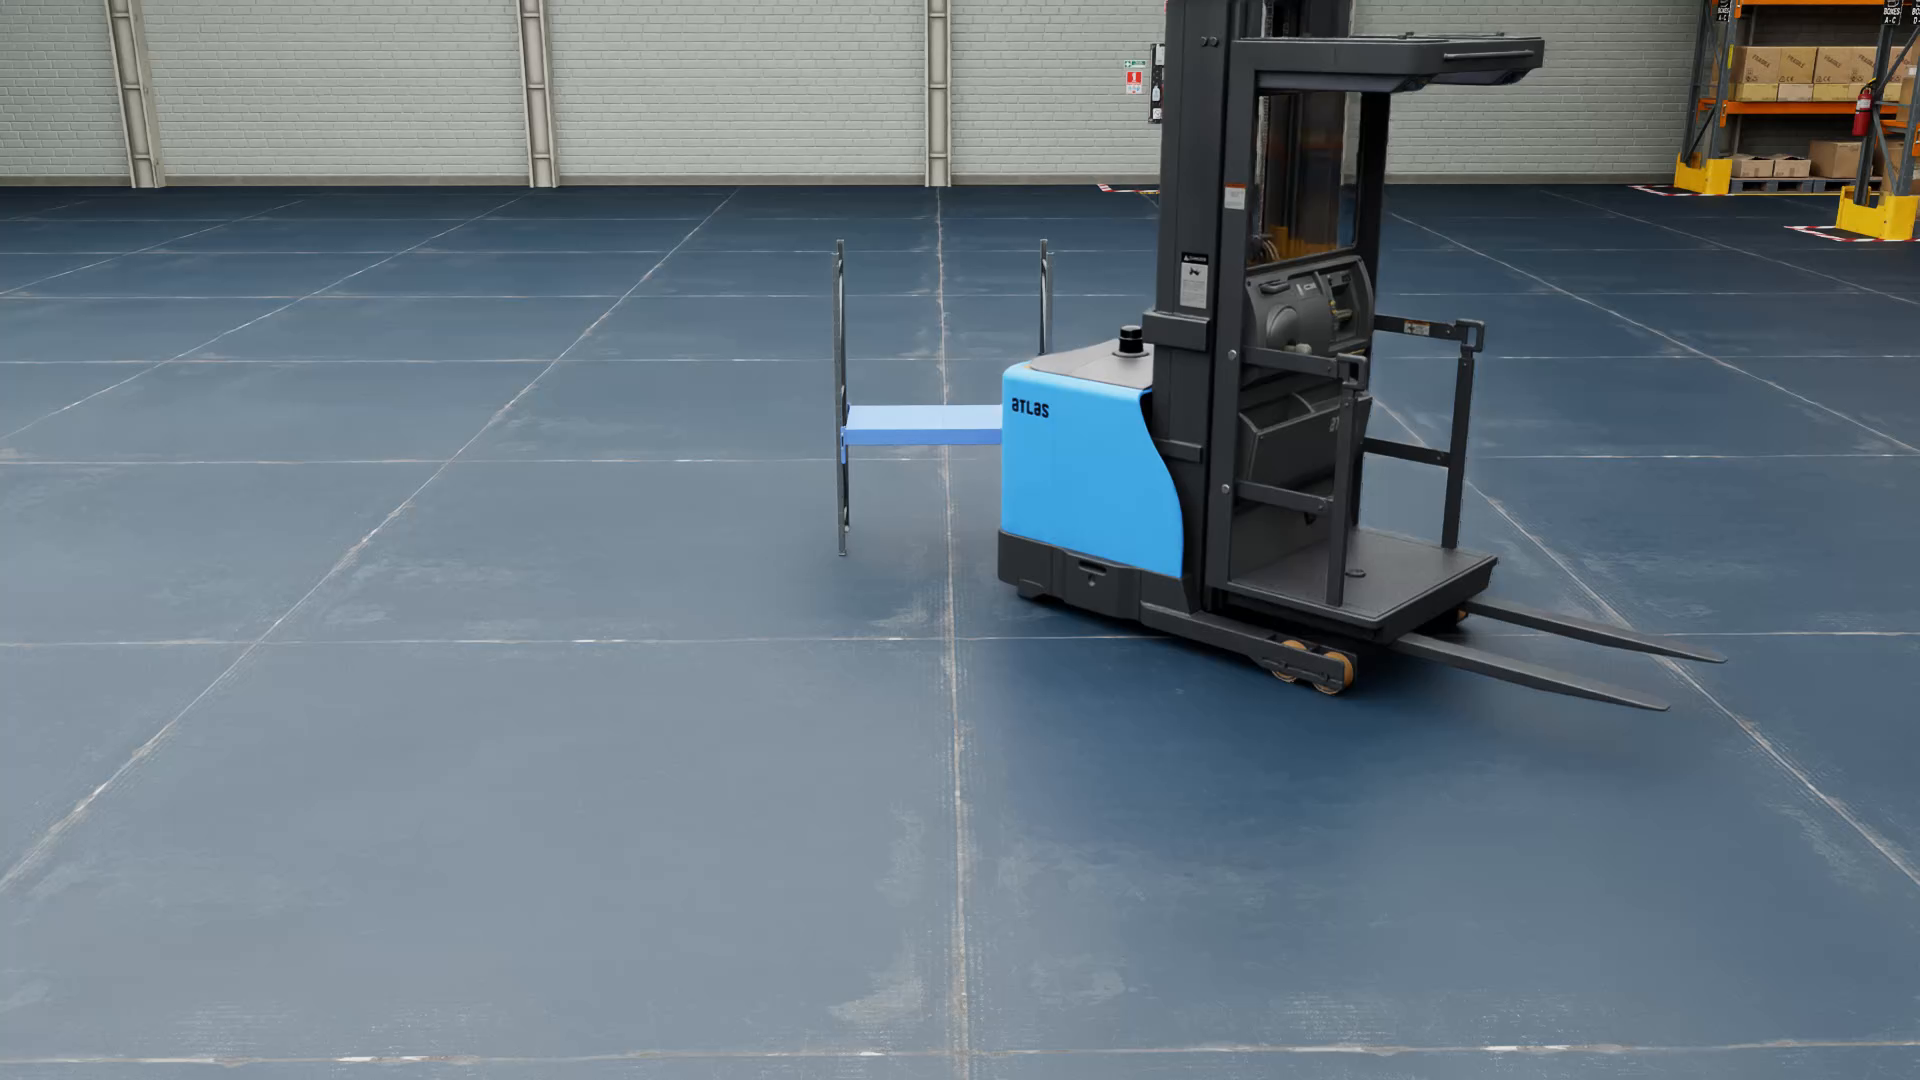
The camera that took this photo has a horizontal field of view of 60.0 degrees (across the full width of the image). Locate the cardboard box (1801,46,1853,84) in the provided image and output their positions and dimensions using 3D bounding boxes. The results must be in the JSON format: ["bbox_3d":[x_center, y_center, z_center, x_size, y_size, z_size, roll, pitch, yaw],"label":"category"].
[{"bbox_3d":[12.471,-6.856,23.994,0.500,0.500,0.500,-1,18,-3],"label":"cardboard box"}]

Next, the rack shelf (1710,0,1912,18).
[{"bbox_3d":[12.977,-7.746,24.050,4.000,0.370,1.077,0,18,-1],"label":"rack shelf"}]

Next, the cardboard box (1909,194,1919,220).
[{"bbox_3d":[11.599,-3.963,19.804,0.500,0.250,0.500,0,18,-1],"label":"cardboard box"}]

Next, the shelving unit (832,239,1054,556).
[{"bbox_3d":[-0.085,-0.714,8.317,1.048,1.500,0.538,0,18,-1],"label":"shelving unit"}]

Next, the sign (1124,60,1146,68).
[{"bbox_3d":[2.643,-7.184,25.106,0.331,0.109,0.001,0,18,-1],"label":"sign"}]

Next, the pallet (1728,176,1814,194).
[{"bbox_3d":[11.866,-5.316,24.774,1.213,0.211,1.003,0,18,-1],"label":"pallet"}]

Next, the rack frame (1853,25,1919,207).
[{"bbox_3d":[11.060,-5.137,19.652,0.127,3.000,1.000,0,18,-1],"label":"rack frame"}]

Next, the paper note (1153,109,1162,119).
[{"bbox_3d":[3.015,-6.489,25.309,0.142,0.148,0.016,0,18,-1],"label":"paper note"}]

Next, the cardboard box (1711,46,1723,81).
[{"bbox_3d":[11.446,-7.013,24.483,0.500,0.500,0.500,0,18,-1],"label":"cardboard box"}]

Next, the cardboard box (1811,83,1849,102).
[{"bbox_3d":[12.499,-6.501,24.116,0.500,0.250,0.500,-1,18,-2],"label":"cardboard box"}]

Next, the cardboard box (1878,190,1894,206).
[{"bbox_3d":[11.591,-4.121,20.297,0.500,0.250,0.500,0,18,-1],"label":"cardboard box"}]

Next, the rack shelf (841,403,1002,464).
[{"bbox_3d":[-0.085,-0.542,8.372,1.000,0.185,0.538,0,18,-1],"label":"rack shelf"}]

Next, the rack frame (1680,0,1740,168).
[{"bbox_3d":[10.978,-6.650,24.368,0.127,3.000,1.000,0,18,-1],"label":"rack frame"}]

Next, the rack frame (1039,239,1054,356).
[{"bbox_3d":[0.423,-0.716,8.325,0.032,1.500,0.500,0,18,-1],"label":"rack frame"}]

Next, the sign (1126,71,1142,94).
[{"bbox_3d":[2.639,-6.935,25.196,0.234,0.329,0.001,0,18,-1],"label":"sign"}]

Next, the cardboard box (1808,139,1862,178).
[{"bbox_3d":[12.975,-5.636,24.579,0.500,0.500,0.700,-1,18,-4],"label":"cardboard box"}]

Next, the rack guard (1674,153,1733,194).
[{"bbox_3d":[11.054,-5.460,24.751,0.348,0.500,1.175,0,18,-1],"label":"rack guard"}]

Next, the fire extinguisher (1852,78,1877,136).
[{"bbox_3d":[10.934,-5.242,20.104,0.183,0.674,0.296,0,18,-1],"label":"fire extinguisher"}]

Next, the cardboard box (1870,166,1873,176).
[{"bbox_3d":[13.378,-5.520,24.791,0.250,0.149,0.380,-2,18,-5],"label":"cardboard box"}]

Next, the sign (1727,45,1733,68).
[{"bbox_3d":[10.986,-6.897,23.719,0.005,0.325,0.100,0,18,-1],"label":"sign"}]

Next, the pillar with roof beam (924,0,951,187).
[{"bbox_3d":[-0.267,-8.402,20.007,0.400,9.000,9.100,0,18,-1],"label":"pillar with roof beam"}]

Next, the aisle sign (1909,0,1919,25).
[{"bbox_3d":[10.999,-6.281,18.962,0.004,0.787,0.394,0,18,-1],"label":"aisle sign"}]

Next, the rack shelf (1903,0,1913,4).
[{"bbox_3d":[13.059,-6.233,19.334,4.000,0.370,1.077,0,18,-1],"label":"rack shelf"}]

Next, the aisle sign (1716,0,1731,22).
[{"bbox_3d":[10.910,-7.796,23.684,0.004,0.787,0.394,0,18,-1],"label":"aisle sign"}]

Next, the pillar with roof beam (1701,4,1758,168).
[{"bbox_3d":[11.732,-8.460,20.187,0.400,9.000,9.100,0,18,-1],"label":"pillar with roof beam"}]

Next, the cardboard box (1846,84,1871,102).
[{"bbox_3d":[13.004,-6.503,24.122,0.500,0.250,0.500,0,18,0],"label":"cardboard box"}]

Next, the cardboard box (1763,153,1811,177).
[{"bbox_3d":[12.241,-5.558,24.645,0.500,0.311,0.500,1,18,4],"label":"cardboard box"}]

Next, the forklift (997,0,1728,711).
[{"bbox_3d":[1.609,-0.961,6.746,3.031,2.935,1.130,15,23,39],"label":"forklift"}]

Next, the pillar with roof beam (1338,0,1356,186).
[{"bbox_3d":[5.733,-8.431,20.097,0.400,9.000,9.100,0,18,-1],"label":"pillar with roof beam"}]

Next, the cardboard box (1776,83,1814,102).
[{"bbox_3d":[11.989,-6.501,24.114,0.500,0.250,0.500,-1,18,-3],"label":"cardboard box"}]

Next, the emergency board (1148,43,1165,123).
[{"bbox_3d":[3.193,-6.889,25.111,0.643,1.169,0.194,0,18,-1],"label":"emergency board"}]

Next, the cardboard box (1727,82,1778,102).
[{"bbox_3d":[11.471,-6.494,24.093,0.500,0.250,0.500,-1,18,-2],"label":"cardboard box"}]

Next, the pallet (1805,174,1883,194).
[{"bbox_3d":[13.083,-5.321,24.789,1.213,0.211,1.003,0,18,-1],"label":"pallet"}]

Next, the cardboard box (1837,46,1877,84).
[{"bbox_3d":[12.987,-6.862,24.013,0.500,0.500,0.500,0,18,1],"label":"cardboard box"}]

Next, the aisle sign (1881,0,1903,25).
[{"bbox_3d":[10.989,-6.465,19.533,0.004,0.787,0.394,0,18,-1],"label":"aisle sign"}]

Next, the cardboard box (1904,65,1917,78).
[{"bbox_3d":[11.439,-5.554,19.725,0.250,0.149,0.380,-1,18,-2],"label":"cardboard box"}]

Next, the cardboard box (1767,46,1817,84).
[{"bbox_3d":[11.954,-6.855,23.992,0.500,0.500,0.500,0,18,-1],"label":"cardboard box"}]

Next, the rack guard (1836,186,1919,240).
[{"bbox_3d":[11.036,-3.947,20.033,0.348,0.500,1.175,0,18,-1],"label":"rack guard"}]

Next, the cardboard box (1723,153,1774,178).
[{"bbox_3d":[11.671,-5.555,24.636,0.500,0.311,0.500,-2,18,-7],"label":"cardboard box"}]

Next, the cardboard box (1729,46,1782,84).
[{"bbox_3d":[11.460,-6.856,23.994,0.500,0.500,0.500,0,18,-1],"label":"cardboard box"}]

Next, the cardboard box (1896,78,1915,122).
[{"bbox_3d":[11.526,-5.183,19.631,0.500,0.500,0.700,0,18,-1],"label":"cardboard box"}]

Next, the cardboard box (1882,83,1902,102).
[{"bbox_3d":[13.507,-6.506,24.131,0.500,0.250,0.500,0,18,-1],"label":"cardboard box"}]

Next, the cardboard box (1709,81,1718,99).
[{"bbox_3d":[11.442,-6.650,24.580,0.500,0.250,0.500,0,18,0],"label":"cardboard box"}]

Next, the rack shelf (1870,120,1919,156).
[{"bbox_3d":[13.059,-4.804,19.792,4.000,0.370,1.077,0,18,-1],"label":"rack shelf"}]

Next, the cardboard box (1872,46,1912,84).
[{"bbox_3d":[13.507,-6.865,24.022,0.500,0.500,0.500,-1,18,-2],"label":"cardboard box"}]

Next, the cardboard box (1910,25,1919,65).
[{"bbox_3d":[11.579,-5.801,19.434,0.500,0.500,0.700,0,18,-1],"label":"cardboard box"}]

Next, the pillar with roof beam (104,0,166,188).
[{"bbox_3d":[-12.265,-8.344,19.826,0.400,9.000,9.100,0,18,-1],"label":"pillar with roof beam"}]

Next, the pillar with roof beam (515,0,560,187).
[{"bbox_3d":[-6.266,-8.373,19.917,0.400,9.000,9.100,0,18,-1],"label":"pillar with roof beam"}]

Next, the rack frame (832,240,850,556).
[{"bbox_3d":[-0.594,-0.711,8.310,0.032,1.500,0.500,0,18,-1],"label":"rack frame"}]

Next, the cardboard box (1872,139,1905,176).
[{"bbox_3d":[13.940,-5.672,24.689,0.500,0.500,0.500,-2,18,-5],"label":"cardboard box"}]

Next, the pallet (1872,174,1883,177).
[{"bbox_3d":[14.306,-5.328,24.810,1.213,0.211,1.003,0,18,-1],"label":"pallet"}]

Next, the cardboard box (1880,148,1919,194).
[{"bbox_3d":[11.591,-4.479,20.184,0.500,0.500,0.500,0,18,-1],"label":"cardboard box"}]

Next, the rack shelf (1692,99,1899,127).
[{"bbox_3d":[12.977,-6.317,24.508,4.000,0.370,1.077,0,18,-1],"label":"rack shelf"}]

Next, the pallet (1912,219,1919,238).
[{"bbox_3d":[11.823,-3.826,20.129,1.213,0.211,1.003,0,18,-1],"label":"pallet"}]
